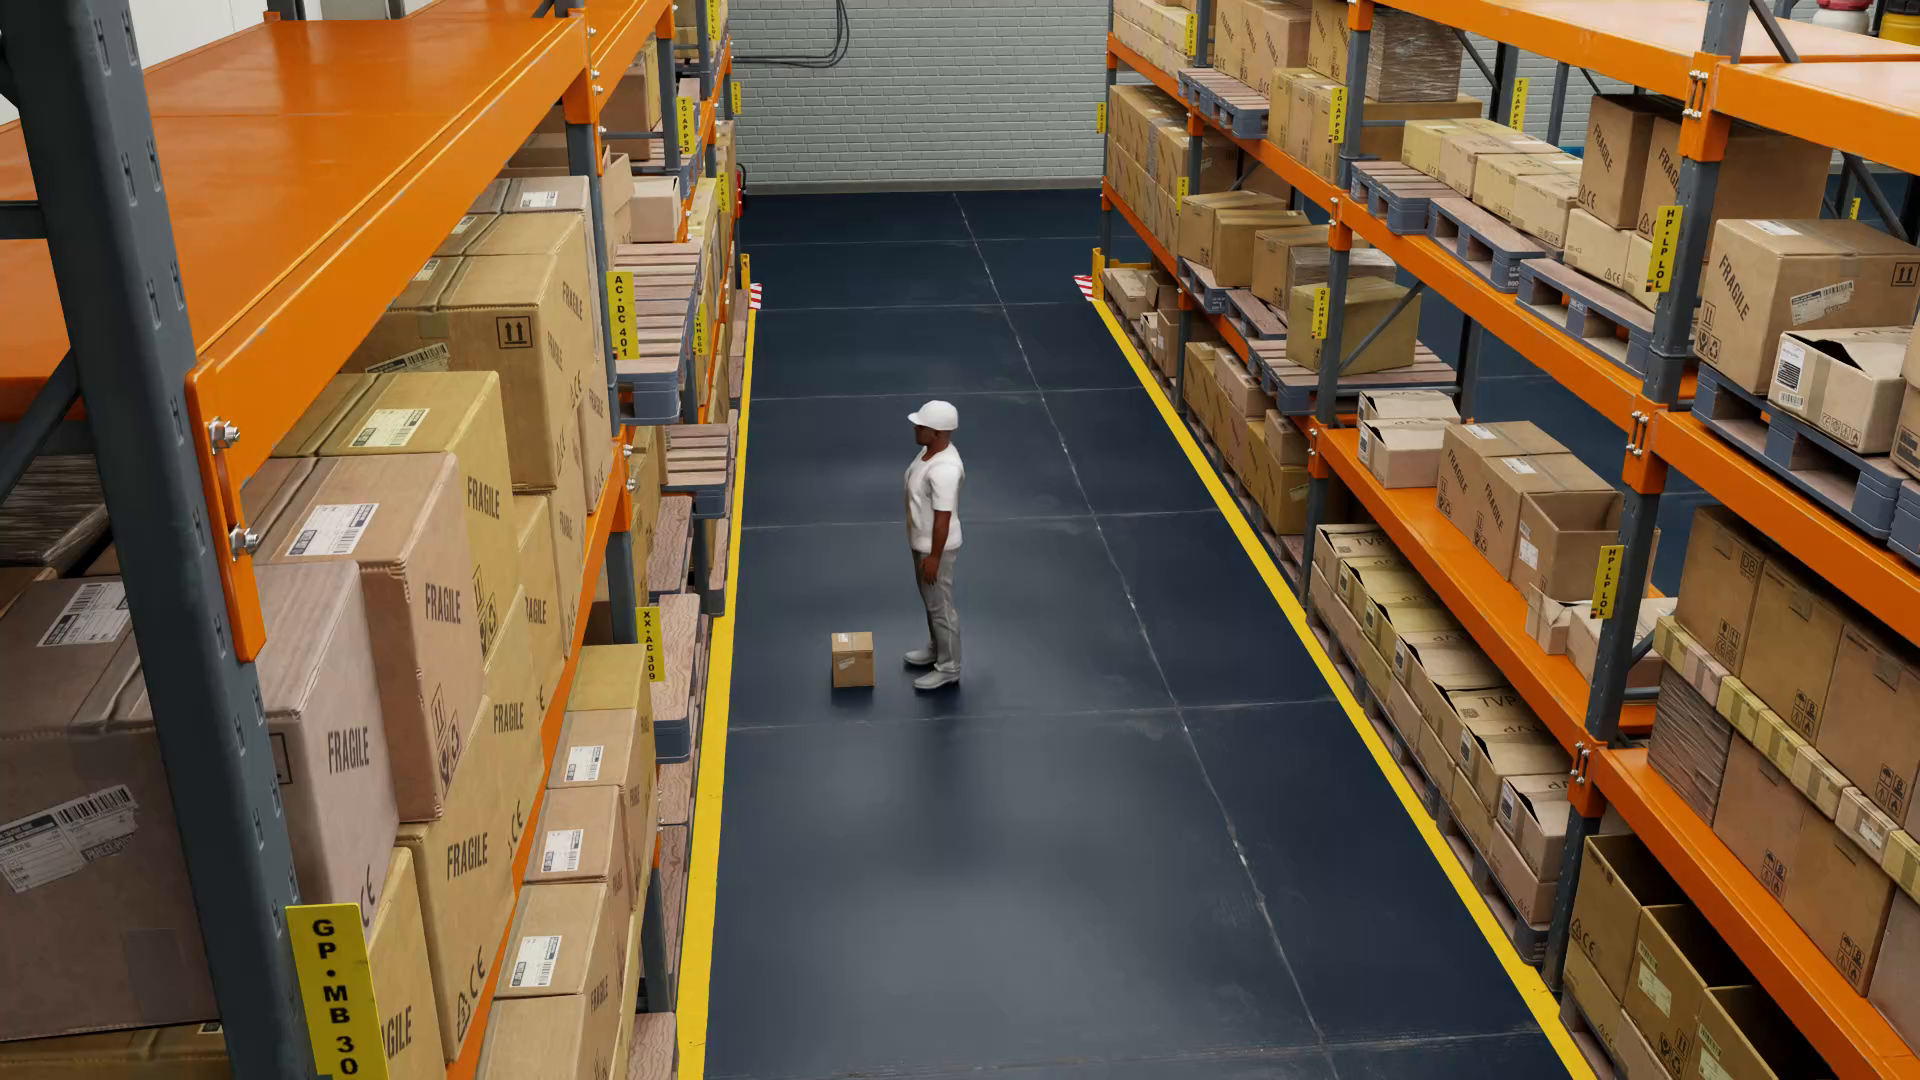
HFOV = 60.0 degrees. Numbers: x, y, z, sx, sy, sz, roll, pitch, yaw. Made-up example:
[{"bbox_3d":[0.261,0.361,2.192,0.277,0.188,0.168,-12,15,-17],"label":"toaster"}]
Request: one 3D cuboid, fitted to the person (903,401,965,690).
[{"bbox_3d":[-0.158,0.008,10.000,0.343,1.773,0.568,-4,24,-10],"label":"person"}]
